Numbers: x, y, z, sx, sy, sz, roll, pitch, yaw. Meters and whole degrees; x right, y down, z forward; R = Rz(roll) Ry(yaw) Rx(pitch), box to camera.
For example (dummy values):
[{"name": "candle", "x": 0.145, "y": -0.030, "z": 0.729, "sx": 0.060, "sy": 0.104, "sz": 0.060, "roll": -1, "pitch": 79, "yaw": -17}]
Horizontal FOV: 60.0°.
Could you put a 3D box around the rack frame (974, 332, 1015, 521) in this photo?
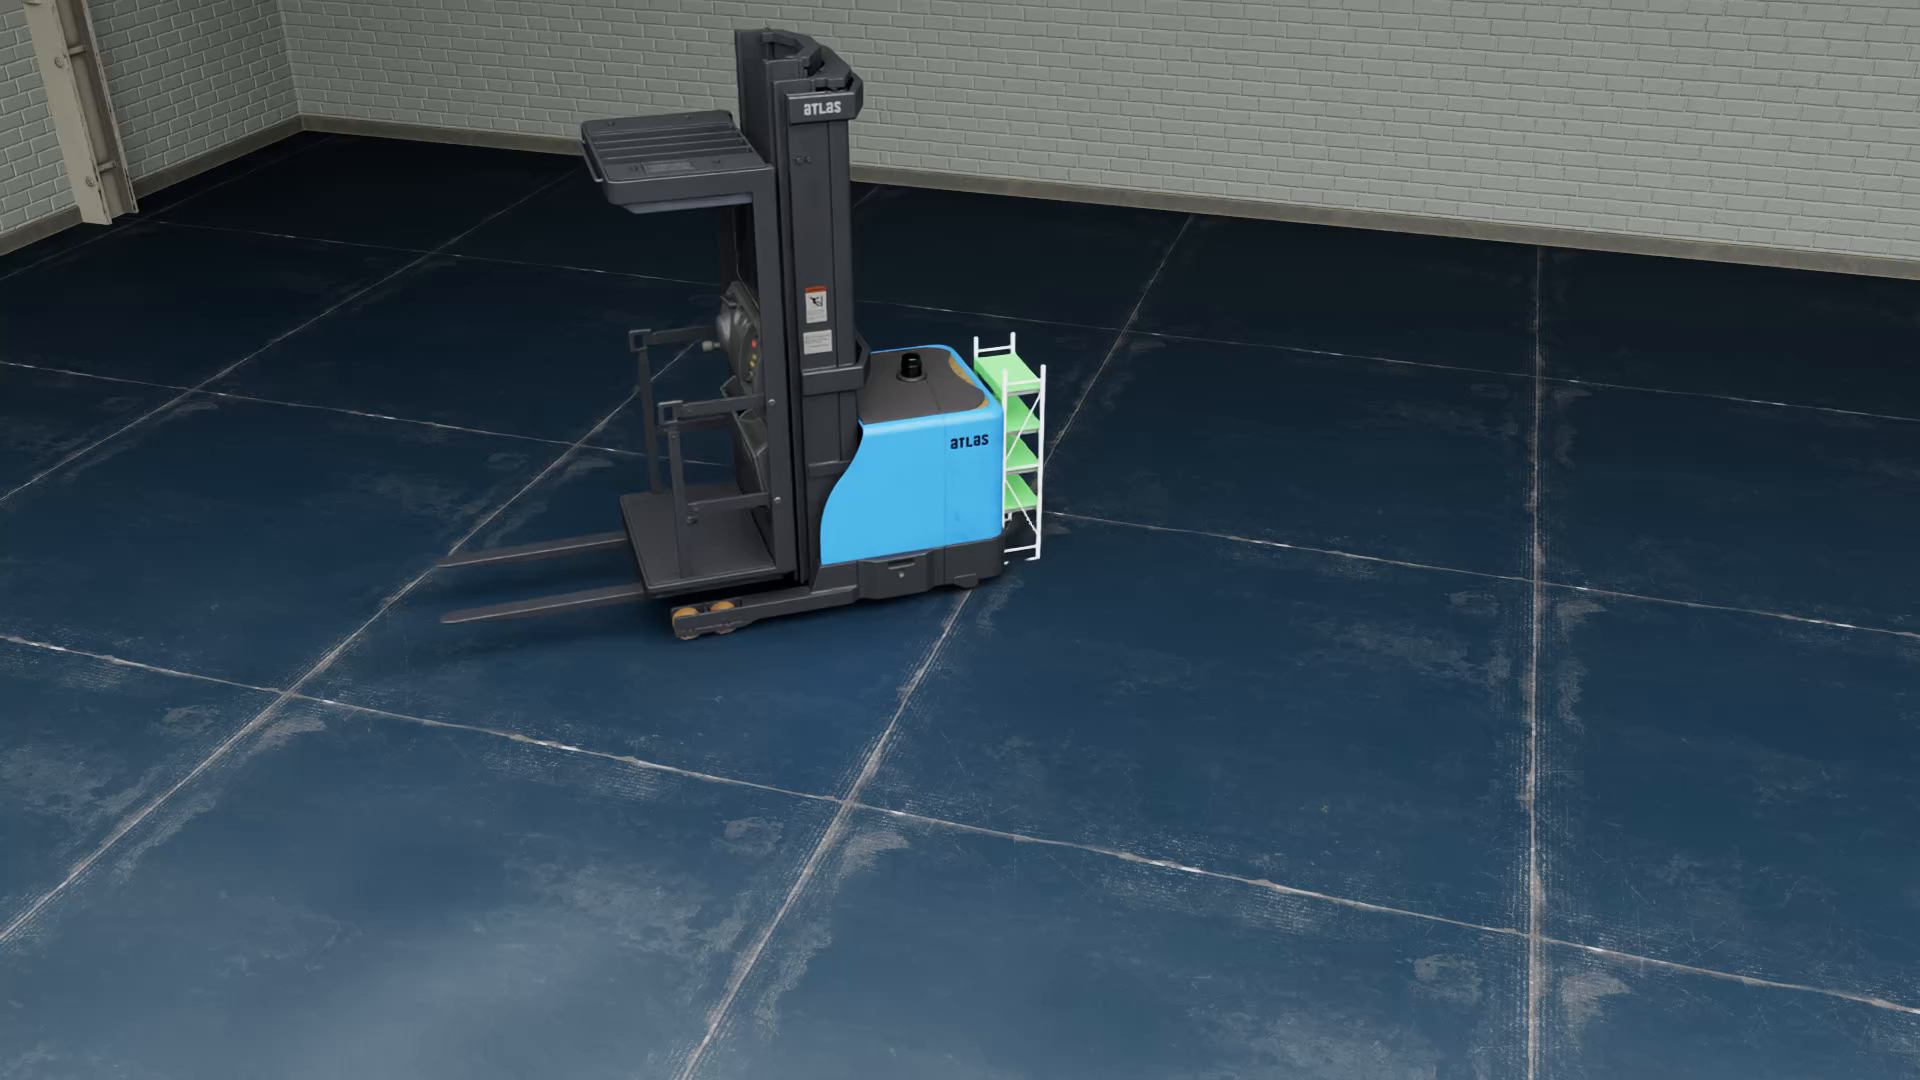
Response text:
[{"name": "rack frame", "x": 0.194, "y": -0.629, "z": 9.645, "sx": 0.240, "sy": 1.200, "sz": 0.015, "roll": -9, "pitch": 30, "yaw": -16}]

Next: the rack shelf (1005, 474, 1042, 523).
[{"name": "rack shelf", "x": 0.268, "y": -0.250, "z": 9.590, "sx": 0.258, "sy": 0.148, "sz": 0.480, "roll": -9, "pitch": 30, "yaw": -16}]

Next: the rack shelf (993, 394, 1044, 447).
[{"name": "rack shelf", "x": 0.269, "y": -0.670, "z": 9.357, "sx": 0.258, "sy": 0.148, "sz": 0.480, "roll": -9, "pitch": 30, "yaw": -16}]

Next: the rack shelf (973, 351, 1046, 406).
[{"name": "rack shelf", "x": 0.270, "y": -0.880, "z": 9.241, "sx": 0.258, "sy": 0.148, "sz": 0.480, "roll": -9, "pitch": 30, "yaw": -16}]

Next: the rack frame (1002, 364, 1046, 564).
[{"name": "rack frame", "x": 0.344, "y": -0.403, "z": 9.240, "sx": 0.240, "sy": 1.200, "sz": 0.015, "roll": -9, "pitch": 30, "yaw": -16}]

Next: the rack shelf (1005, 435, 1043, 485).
[{"name": "rack shelf", "x": 0.269, "y": -0.460, "z": 9.474, "sx": 0.258, "sy": 0.148, "sz": 0.480, "roll": -9, "pitch": 30, "yaw": -16}]

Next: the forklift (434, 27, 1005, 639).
[{"name": "forklift", "x": -1.327, "y": -1.043, "z": 8.610, "sx": 3.031, "sy": 2.935, "sz": 1.130, "roll": -9, "pitch": 30, "yaw": -16}]

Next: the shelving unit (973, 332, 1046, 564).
[{"name": "shelving unit", "x": 0.269, "y": -0.516, "z": 9.443, "sx": 0.258, "sy": 1.200, "sz": 0.503, "roll": -9, "pitch": 30, "yaw": -16}]

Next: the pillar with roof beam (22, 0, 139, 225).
[{"name": "pillar with roof beam", "x": -3.550, "y": -6.236, "z": 11.703, "sx": 9.100, "sy": 9.000, "sz": 0.400, "roll": 8, "pitch": 30, "yaw": 15}]
